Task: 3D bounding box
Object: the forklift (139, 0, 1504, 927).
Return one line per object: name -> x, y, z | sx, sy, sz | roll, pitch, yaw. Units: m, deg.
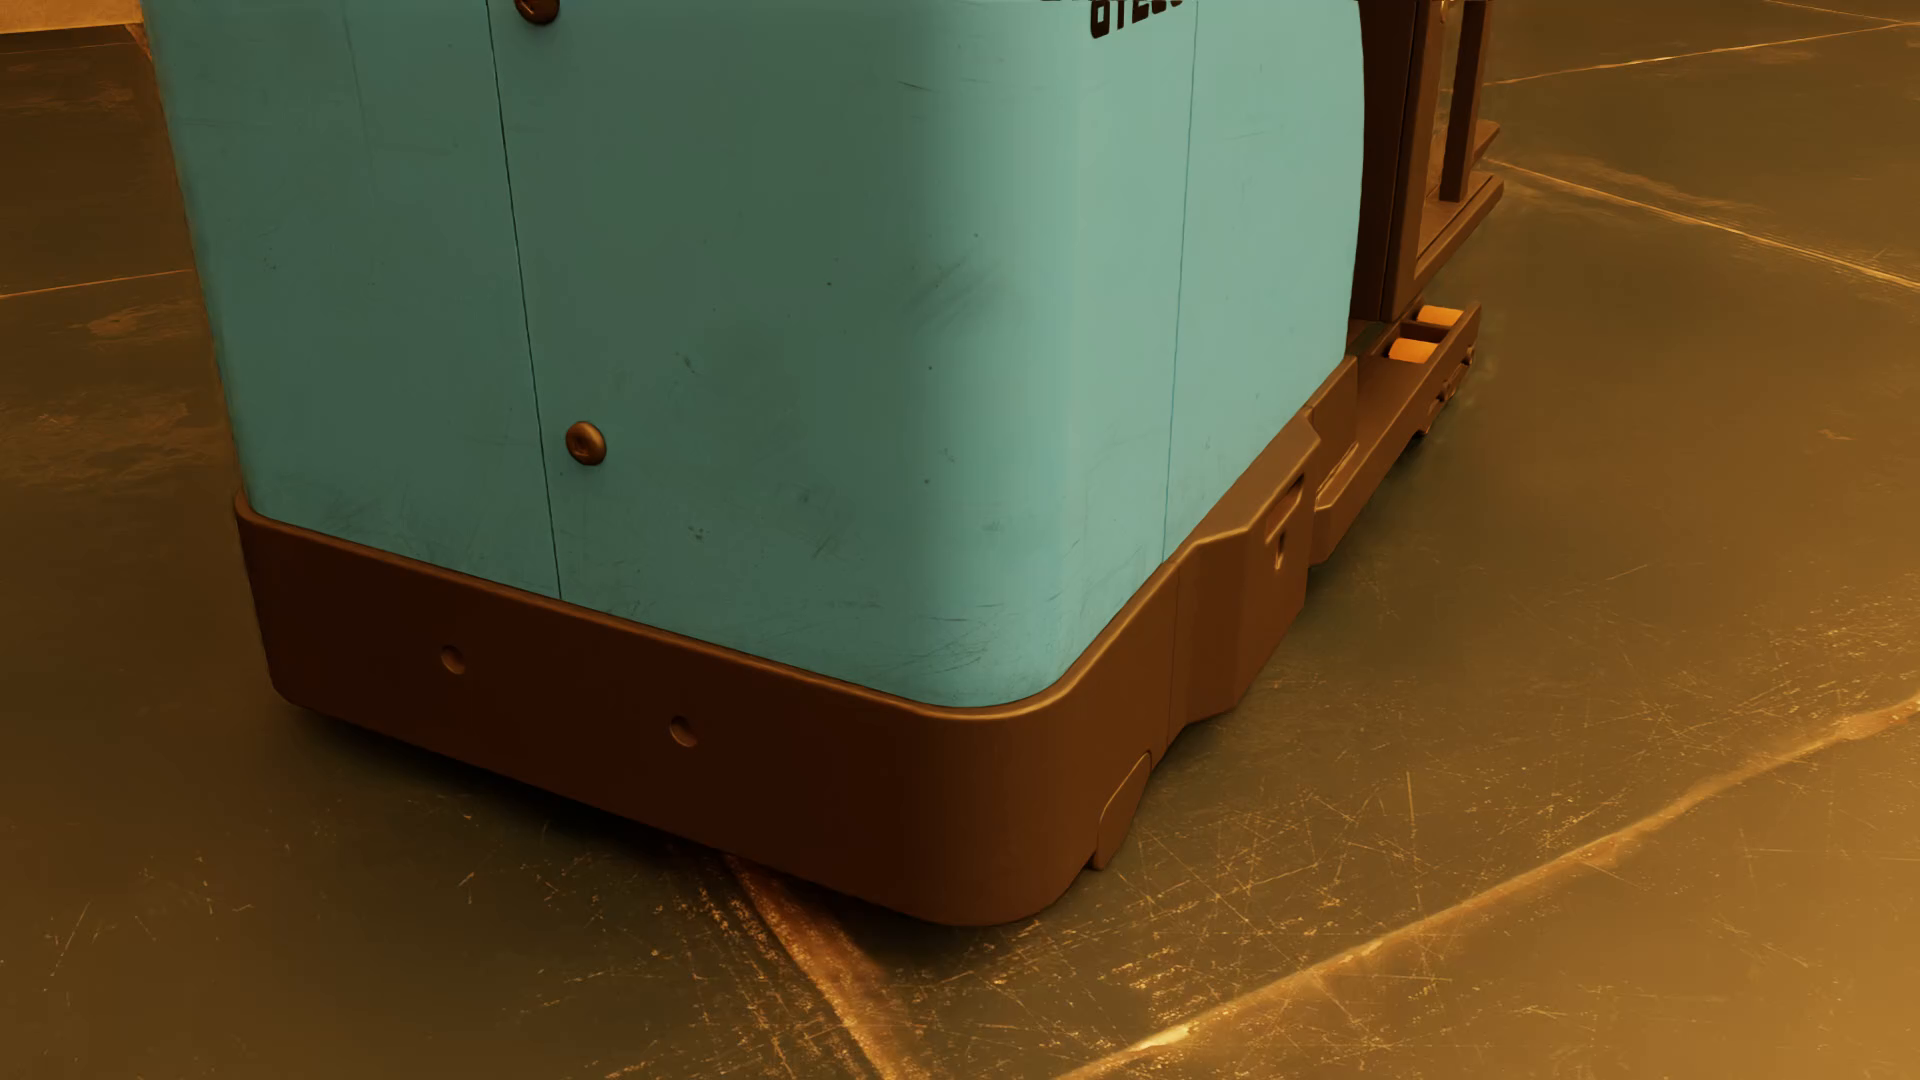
forklift -> 0.288, -1.569, 2.354 | 1.130, 2.935, 3.031 | 13, 30, 24
